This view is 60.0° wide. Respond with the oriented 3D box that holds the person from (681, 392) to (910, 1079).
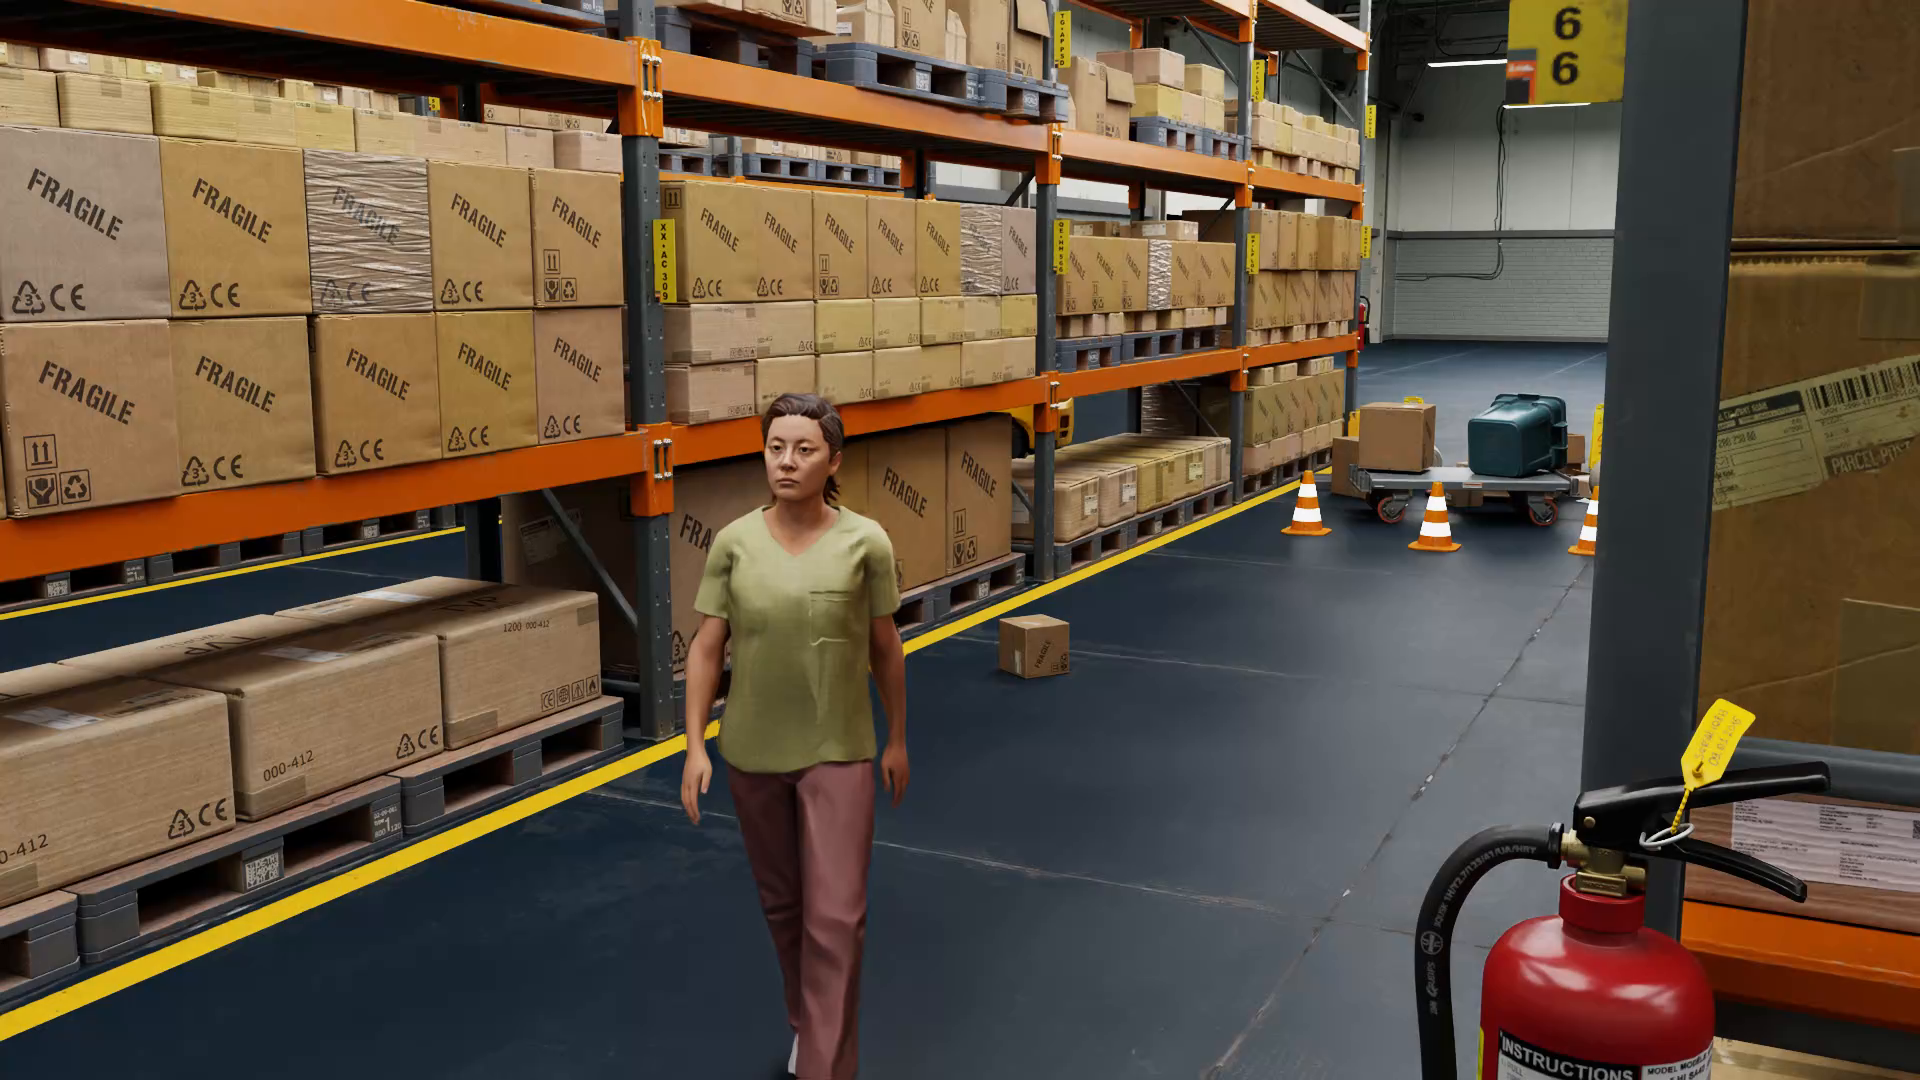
[{"bbox_3d":[-0.376,0.514,3.669,0.478,1.664,0.853,1,9,6],"label":"person"}]
